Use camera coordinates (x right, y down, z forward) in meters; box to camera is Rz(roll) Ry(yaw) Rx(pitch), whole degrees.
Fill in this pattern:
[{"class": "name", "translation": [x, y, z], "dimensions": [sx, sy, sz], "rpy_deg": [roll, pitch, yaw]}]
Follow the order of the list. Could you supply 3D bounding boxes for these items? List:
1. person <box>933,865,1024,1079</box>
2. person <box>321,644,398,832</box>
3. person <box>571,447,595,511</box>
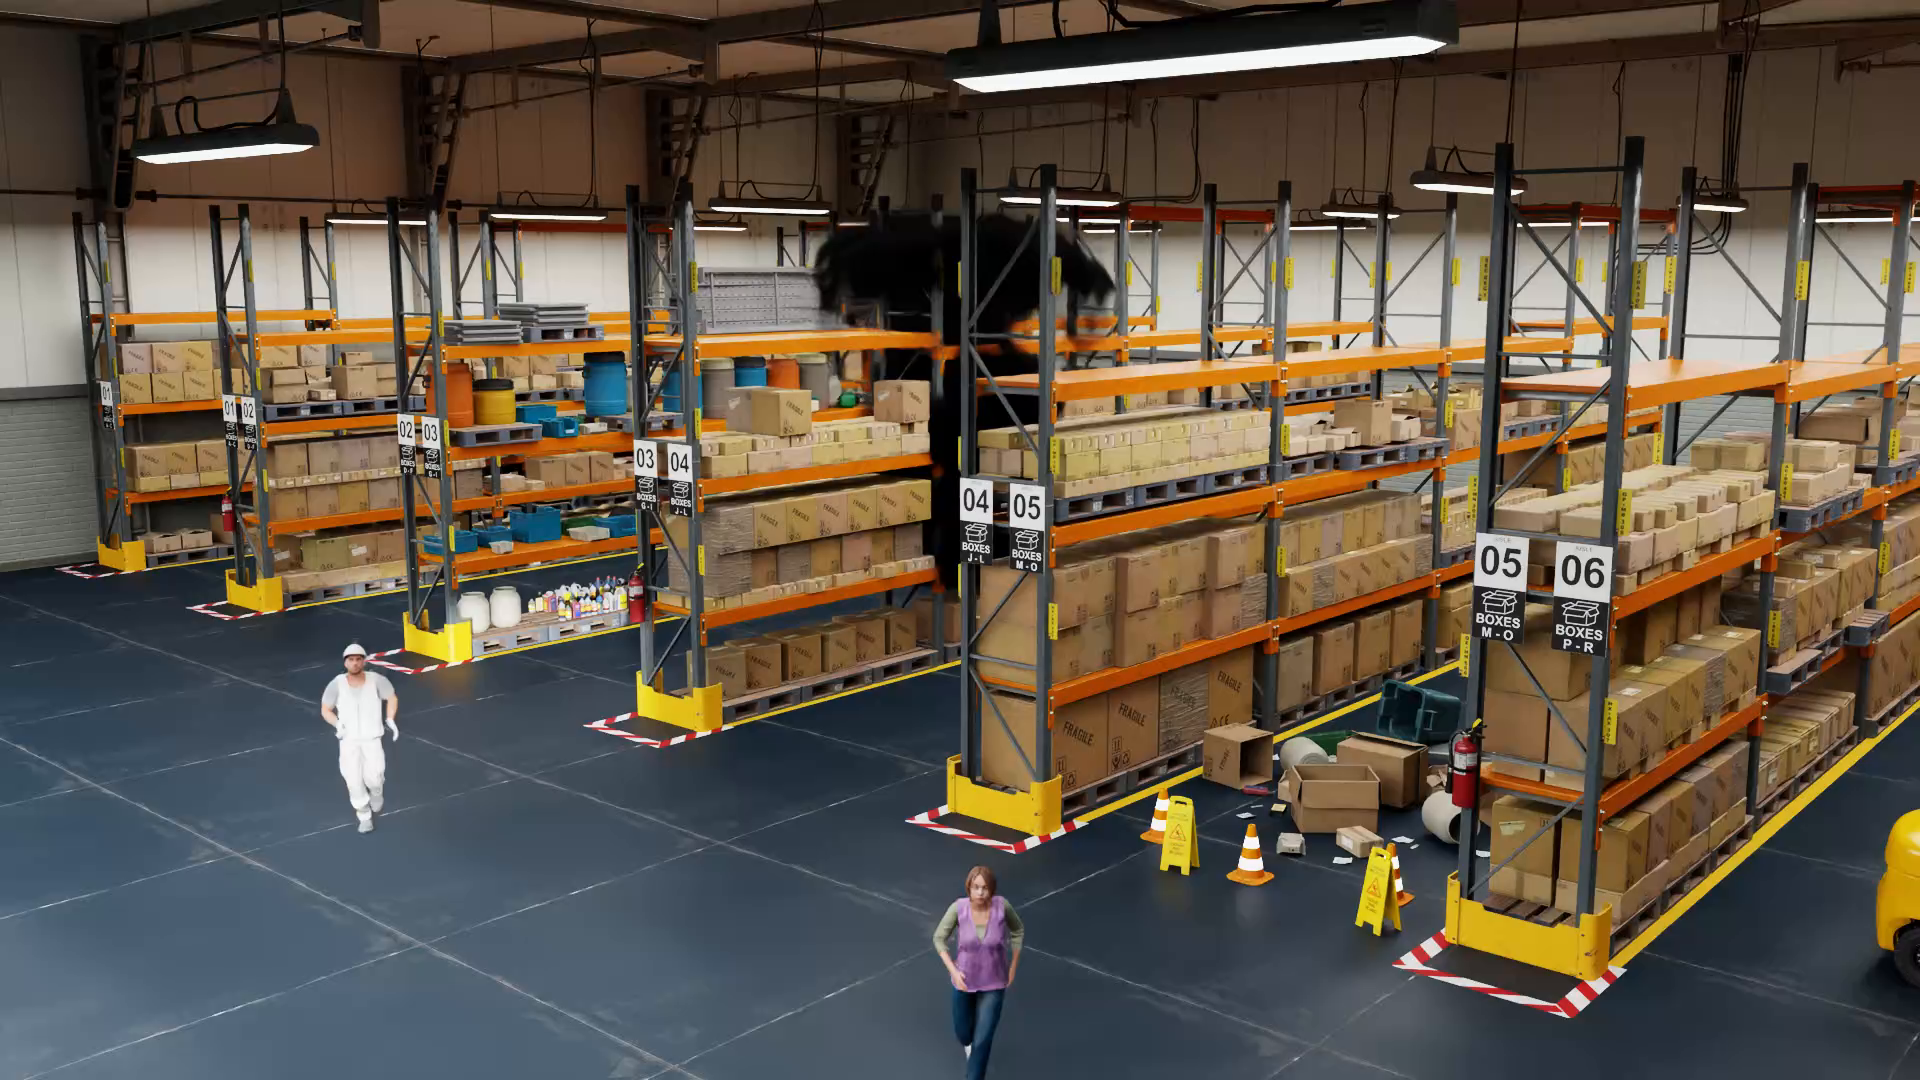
[{"class": "person", "translation": [0.115, 2.727, 10.244], "dimensions": [0.566, 1.587, 0.818], "rpy_deg": [0, 9, 1]}, {"class": "person", "translation": [-5.472, 1.809, 15.185], "dimensions": [0.655, 1.742, 0.592], "rpy_deg": [-3, 10, -17]}, {"class": "person", "translation": [-7.234, -1.009, 32.051], "dimensions": [0.852, 1.767, 0.689], "rpy_deg": [-9, 13, -44]}]
